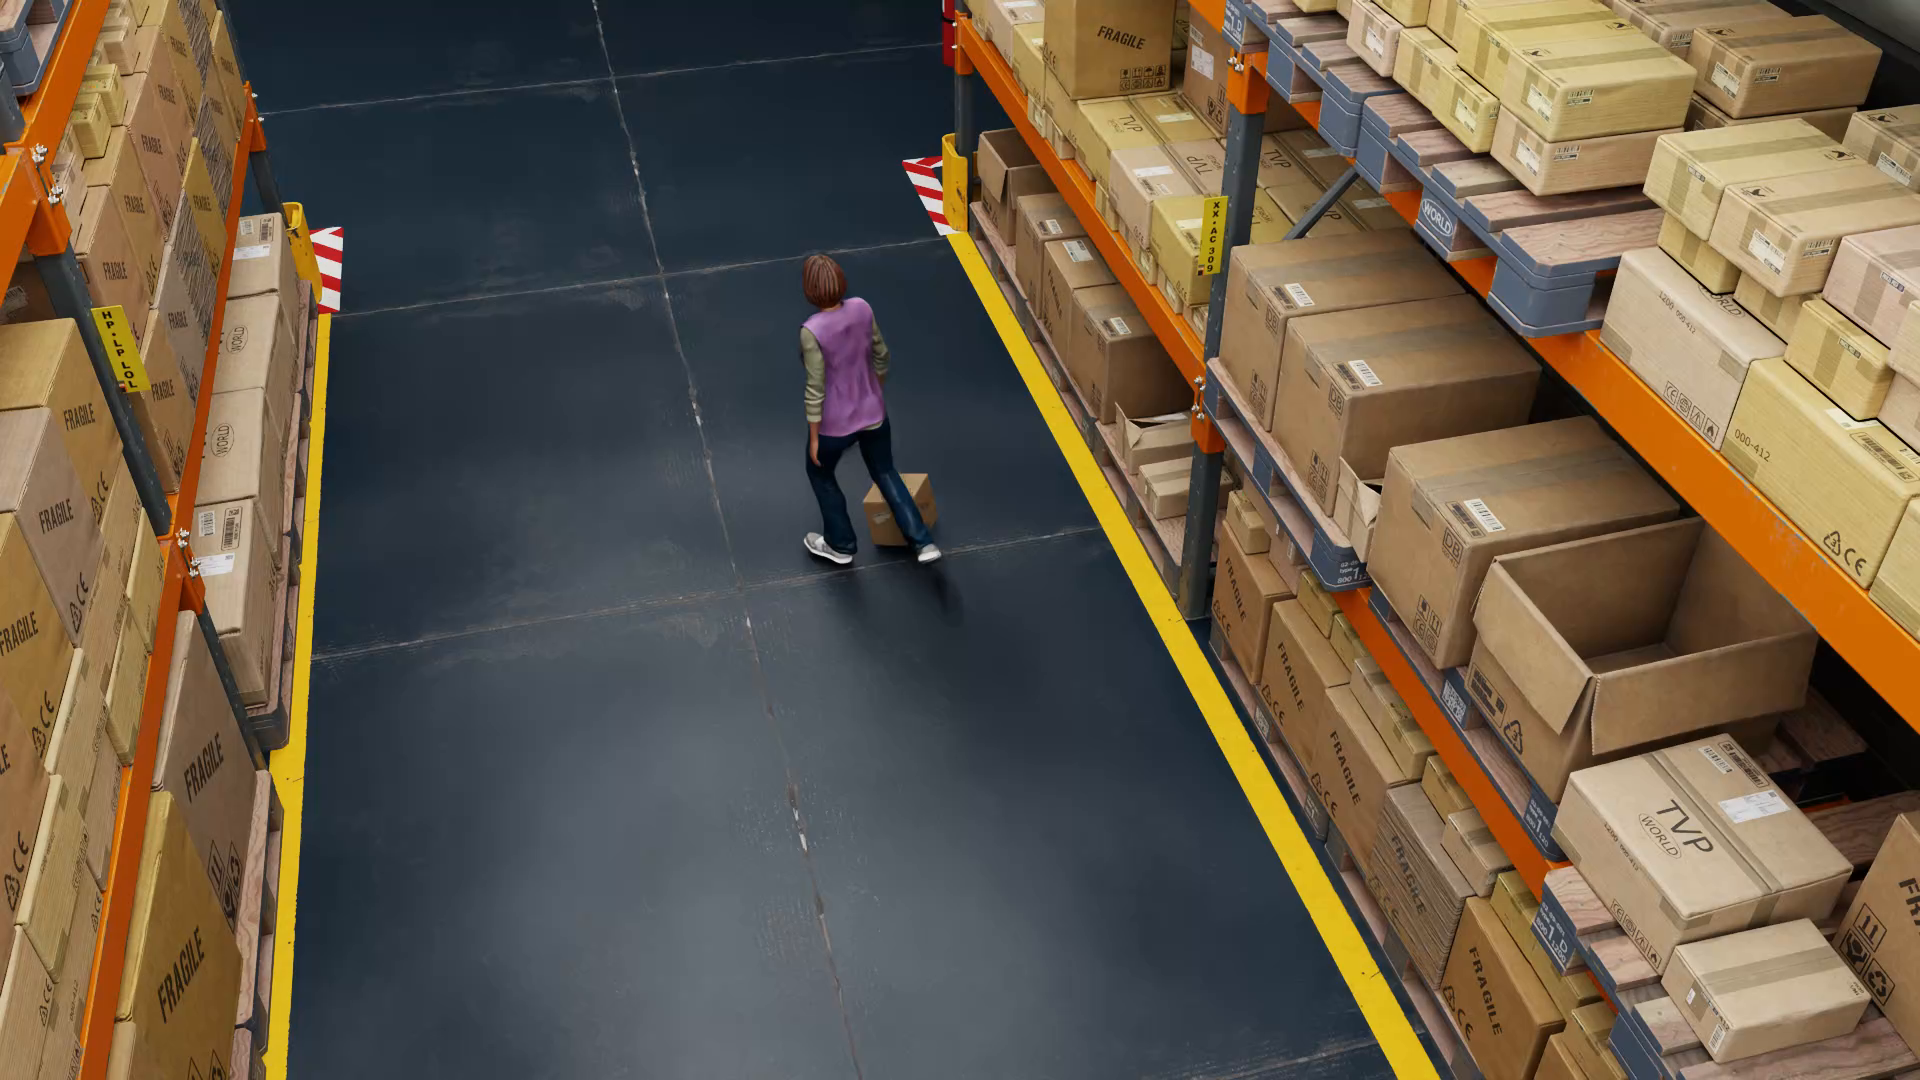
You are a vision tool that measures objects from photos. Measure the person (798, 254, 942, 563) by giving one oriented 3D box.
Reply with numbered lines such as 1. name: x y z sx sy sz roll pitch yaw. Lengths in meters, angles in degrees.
1. person: -0.414 -0.481 7.314 0.479 1.555 0.679 -26 45 -29
